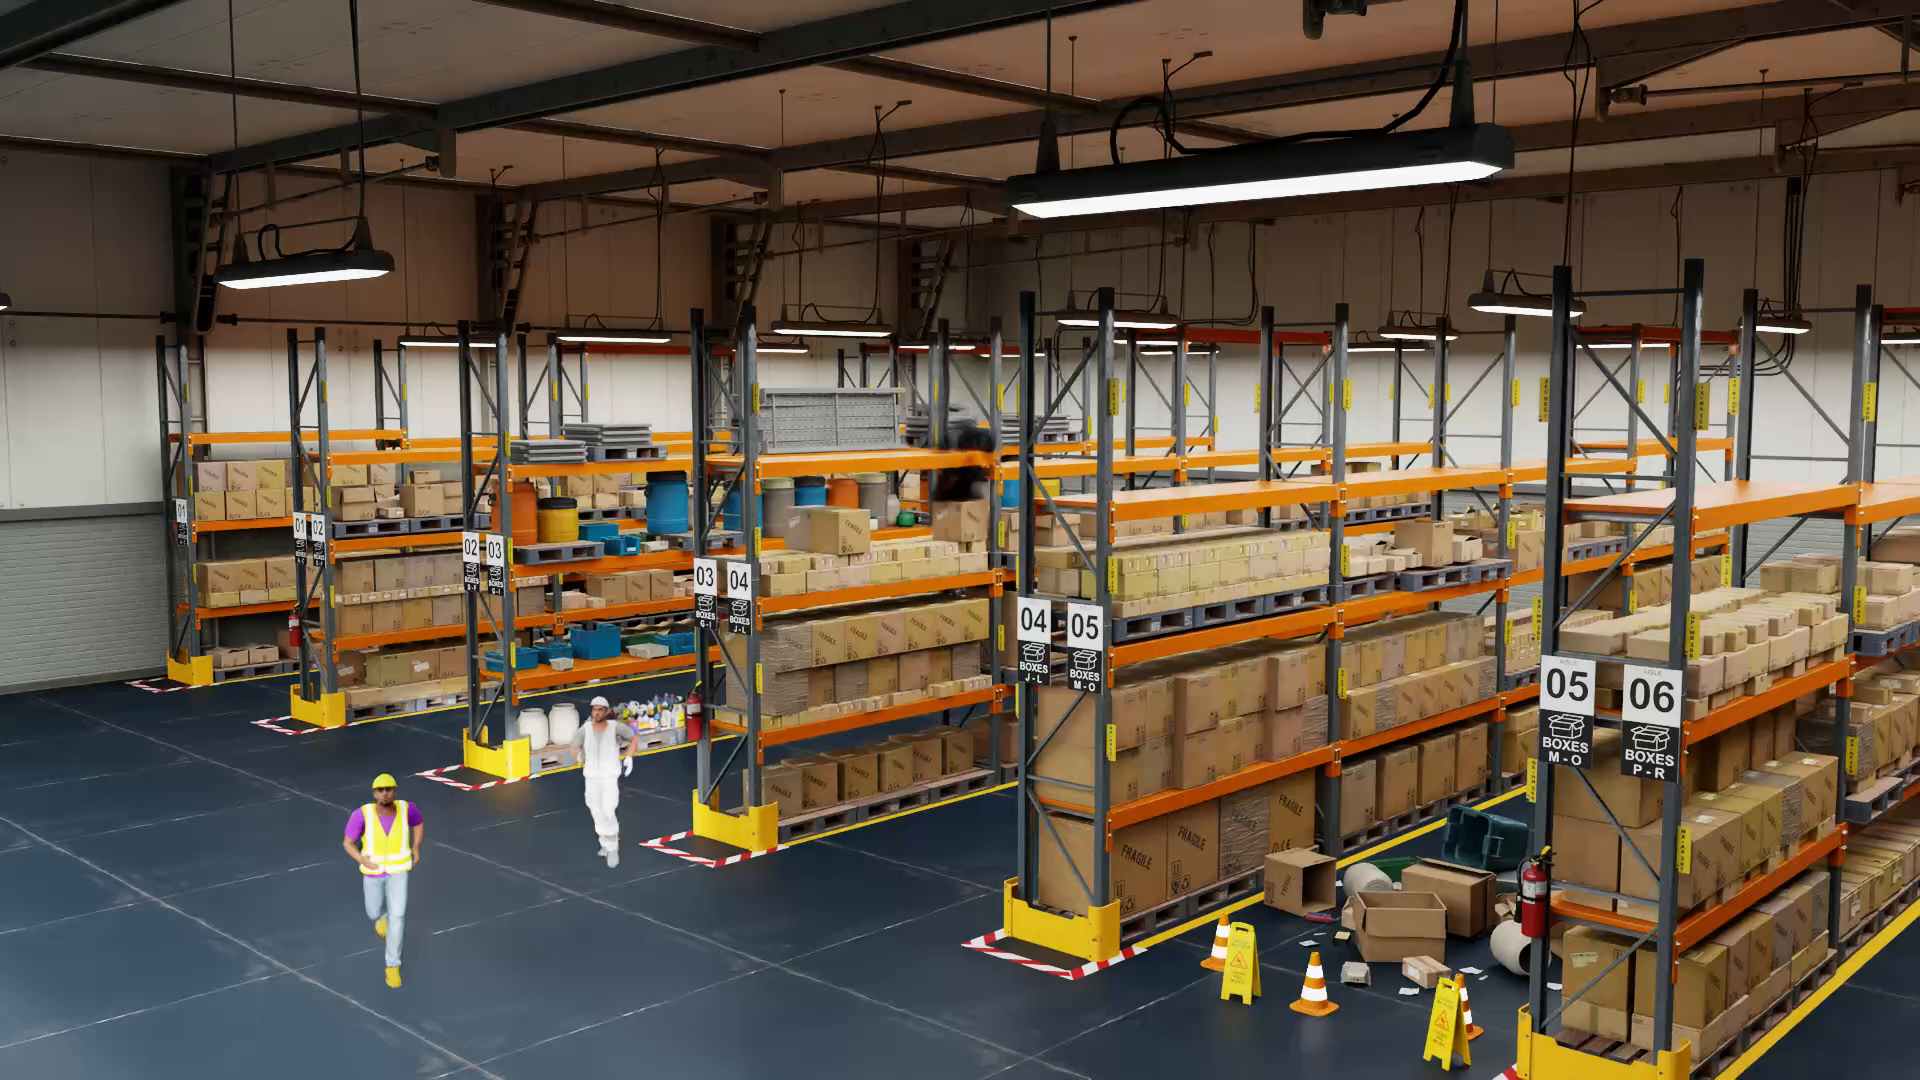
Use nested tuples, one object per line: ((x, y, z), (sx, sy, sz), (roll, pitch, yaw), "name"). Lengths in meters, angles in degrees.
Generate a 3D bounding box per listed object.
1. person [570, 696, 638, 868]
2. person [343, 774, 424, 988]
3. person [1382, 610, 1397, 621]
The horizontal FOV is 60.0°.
((-3.870, 2.597, 17.925), (0.680, 1.828, 0.704), (0, 5, 3), "person")
((-5.091, 2.928, 14.697), (0.667, 1.762, 1.132), (-1, 6, -15), "person")
((6.672, 1.866, 25.946), (0.669, 1.727, 0.737), (4, 7, 38), "person")
